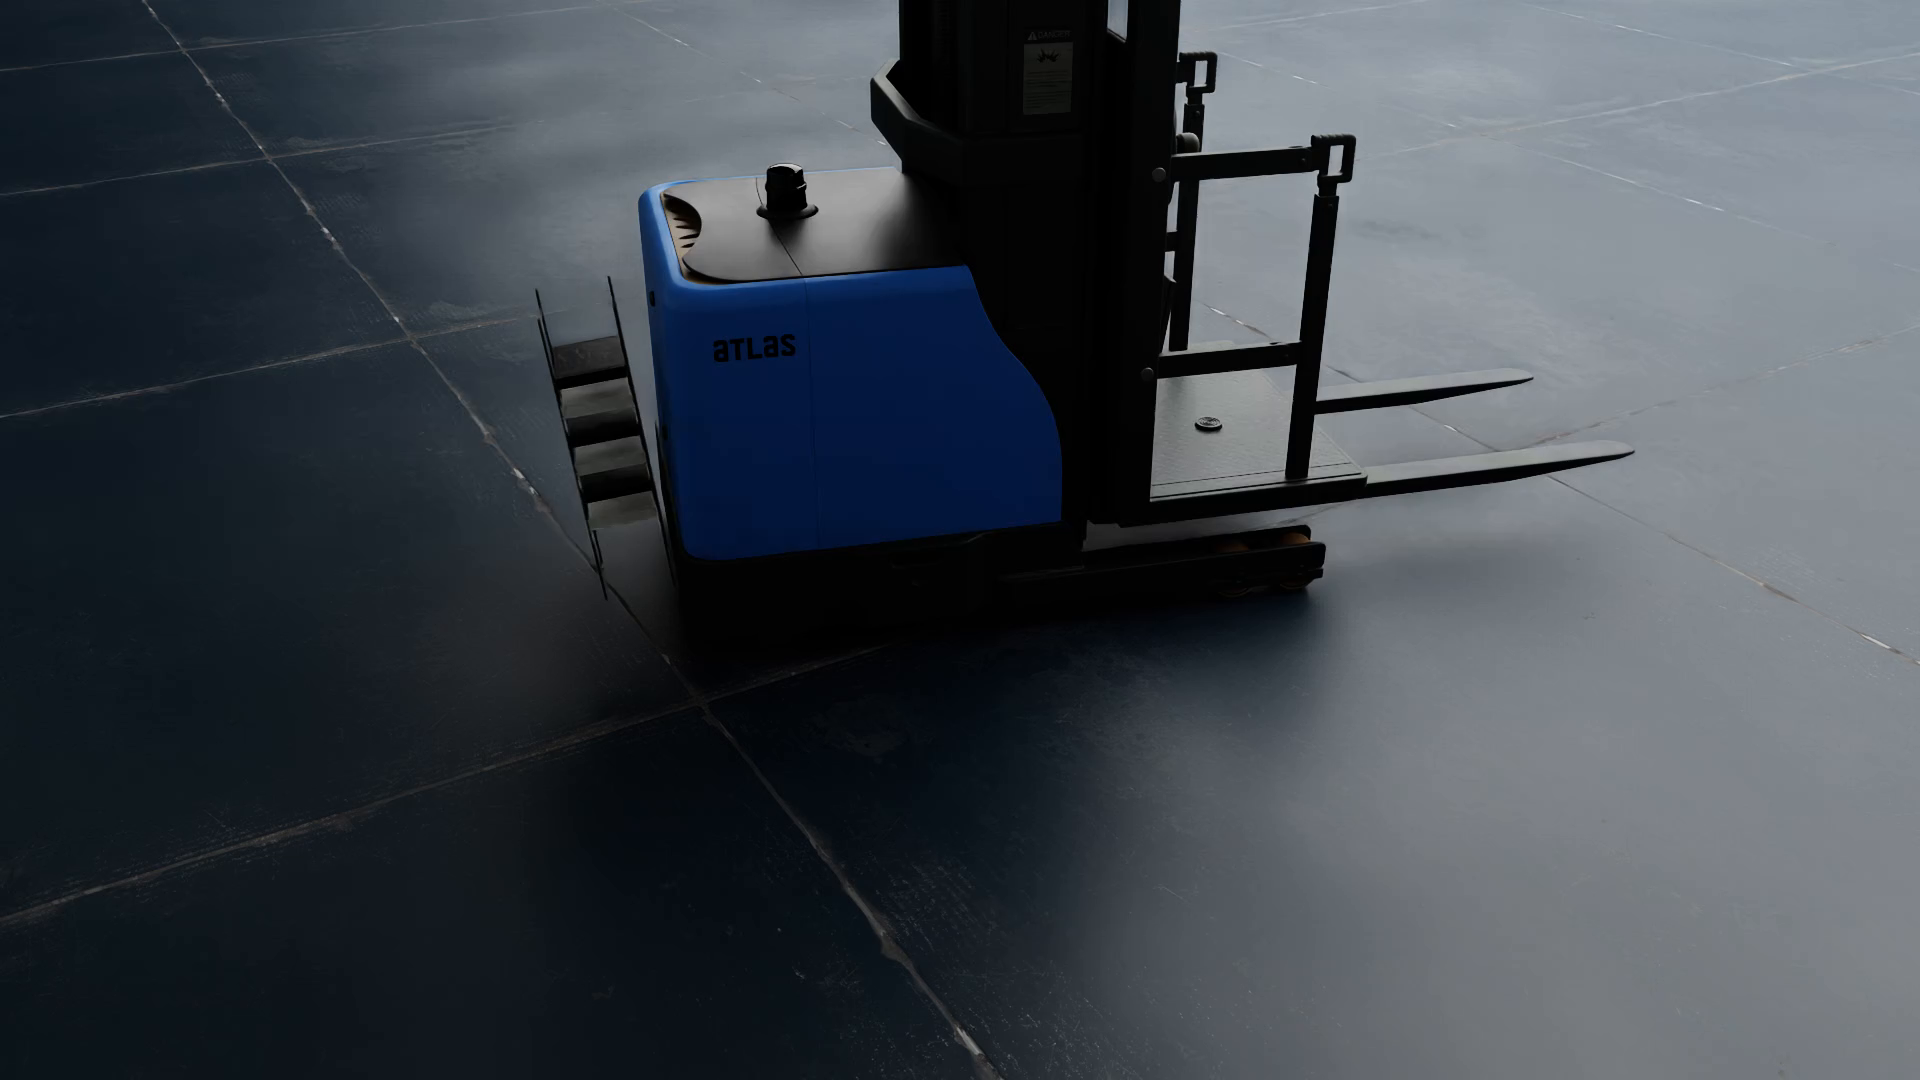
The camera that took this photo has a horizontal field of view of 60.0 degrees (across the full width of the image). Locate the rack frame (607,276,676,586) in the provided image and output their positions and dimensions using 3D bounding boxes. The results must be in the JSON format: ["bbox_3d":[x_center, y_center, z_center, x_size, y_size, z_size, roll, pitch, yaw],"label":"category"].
[{"bbox_3d":[-0.923,-0.306,4.834,0.006,0.900,0.240,-12,31,-9],"label":"rack frame"}]

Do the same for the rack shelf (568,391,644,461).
[{"bbox_3d":[-1.027,-0.334,4.789,0.200,0.077,0.258,-12,31,-9],"label":"rack shelf"}]

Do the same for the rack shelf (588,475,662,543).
[{"bbox_3d":[-1.001,-0.102,4.925,0.200,0.077,0.258,-12,31,-9],"label":"rack shelf"}]

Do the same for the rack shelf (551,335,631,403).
[{"bbox_3d":[-1.045,-0.489,4.699,0.200,0.077,0.258,-12,31,-9],"label":"rack shelf"}]

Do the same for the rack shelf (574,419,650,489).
[{"bbox_3d":[-1.018,-0.257,4.835,0.200,0.077,0.258,-12,31,-9],"label":"rack shelf"}]

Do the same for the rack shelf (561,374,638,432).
[{"bbox_3d":[-1.036,-0.411,4.744,0.200,0.077,0.258,-12,31,-9],"label":"rack shelf"}]

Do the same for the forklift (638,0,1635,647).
[{"bbox_3d":[0.605,-1.354,4.671,3.031,2.935,1.130,-7,30,-12],"label":"forklift"}]

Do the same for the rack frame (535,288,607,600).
[{"bbox_3d":[-1.120,-0.265,4.802,0.006,0.900,0.240,-12,31,-9],"label":"rack frame"}]

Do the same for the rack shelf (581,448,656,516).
[{"bbox_3d":[-1.010,-0.179,4.880,0.200,0.077,0.258,-12,31,-9],"label":"rack shelf"}]

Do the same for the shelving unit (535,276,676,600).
[{"bbox_3d":[-1.022,-0.285,4.818,0.210,0.900,0.258,-12,31,-9],"label":"shelving unit"}]
